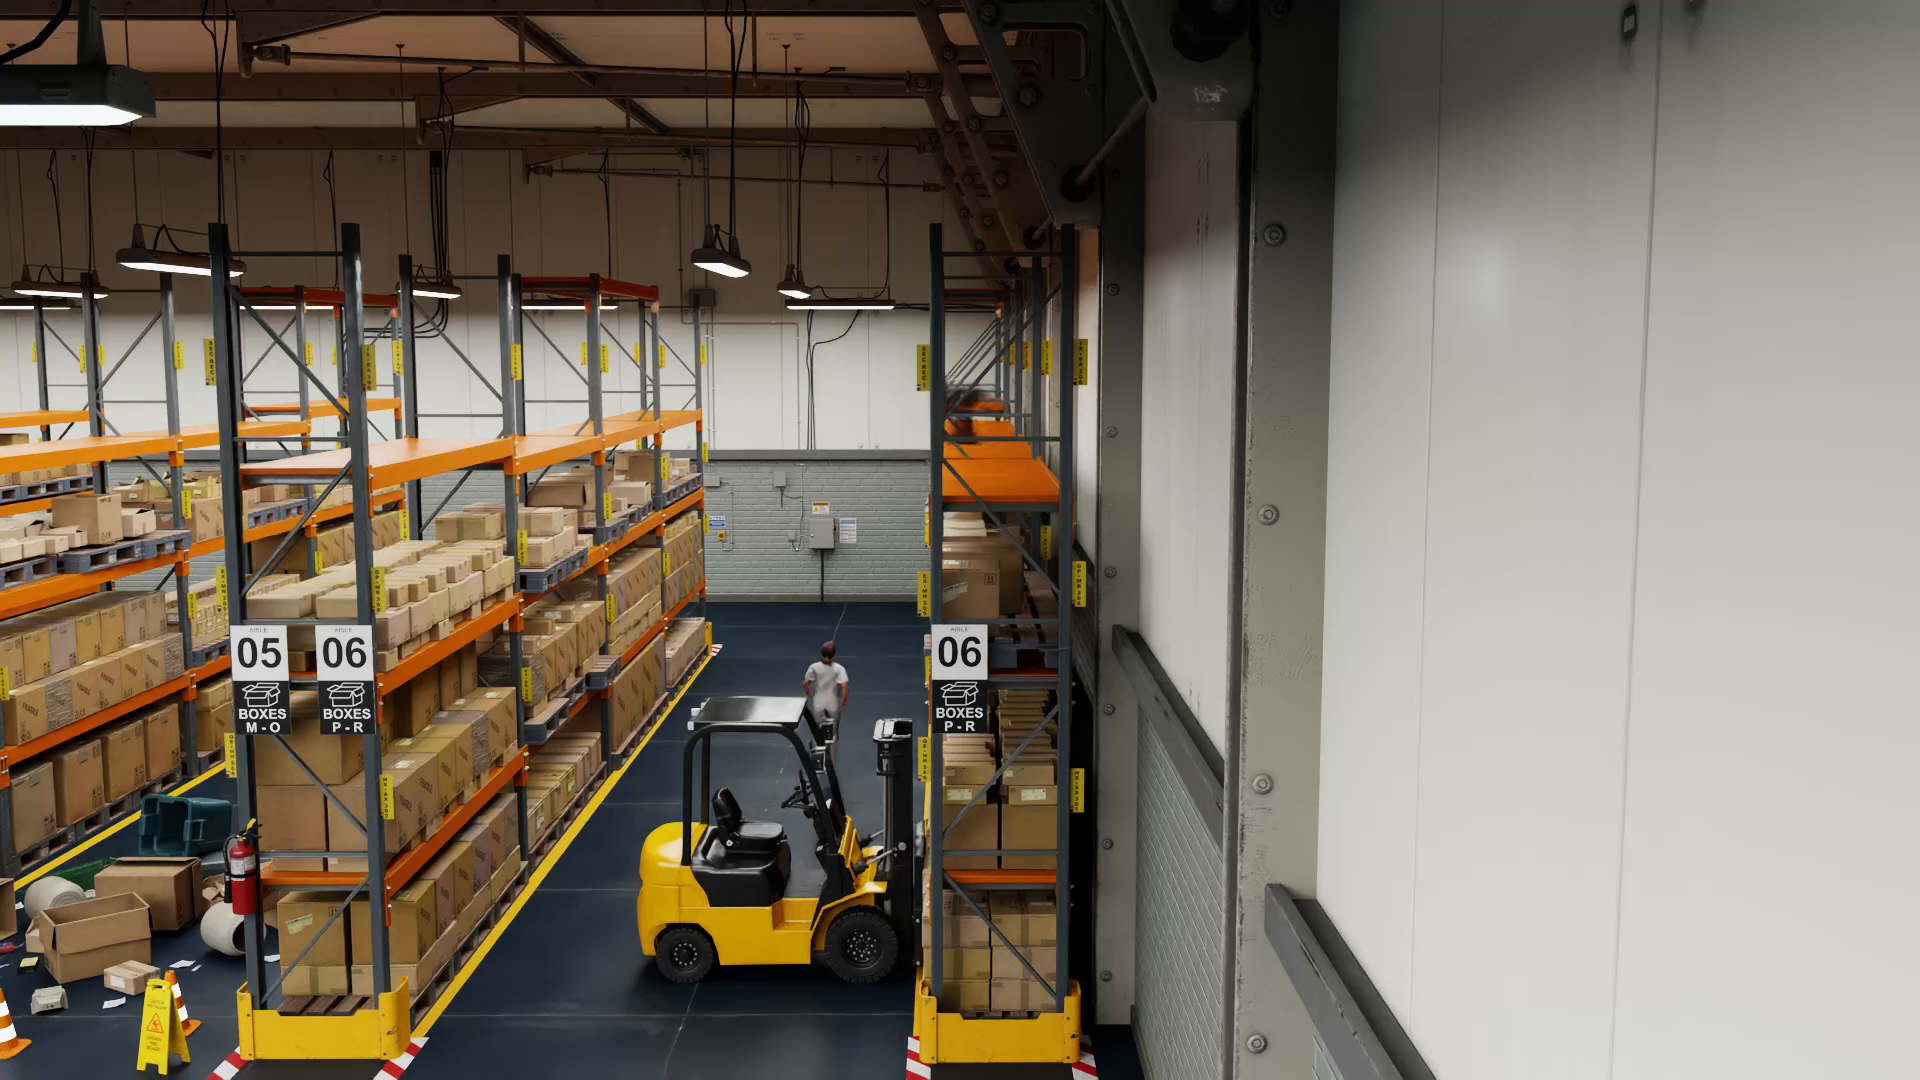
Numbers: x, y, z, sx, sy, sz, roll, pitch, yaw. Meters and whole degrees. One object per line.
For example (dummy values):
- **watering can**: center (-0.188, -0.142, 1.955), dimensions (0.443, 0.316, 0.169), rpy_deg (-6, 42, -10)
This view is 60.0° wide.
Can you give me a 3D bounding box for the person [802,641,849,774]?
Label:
- **person**: center (-1.604, 2.050, 19.832), dimensions (0.569, 1.672, 0.719), rpy_deg (0, 7, 4)
